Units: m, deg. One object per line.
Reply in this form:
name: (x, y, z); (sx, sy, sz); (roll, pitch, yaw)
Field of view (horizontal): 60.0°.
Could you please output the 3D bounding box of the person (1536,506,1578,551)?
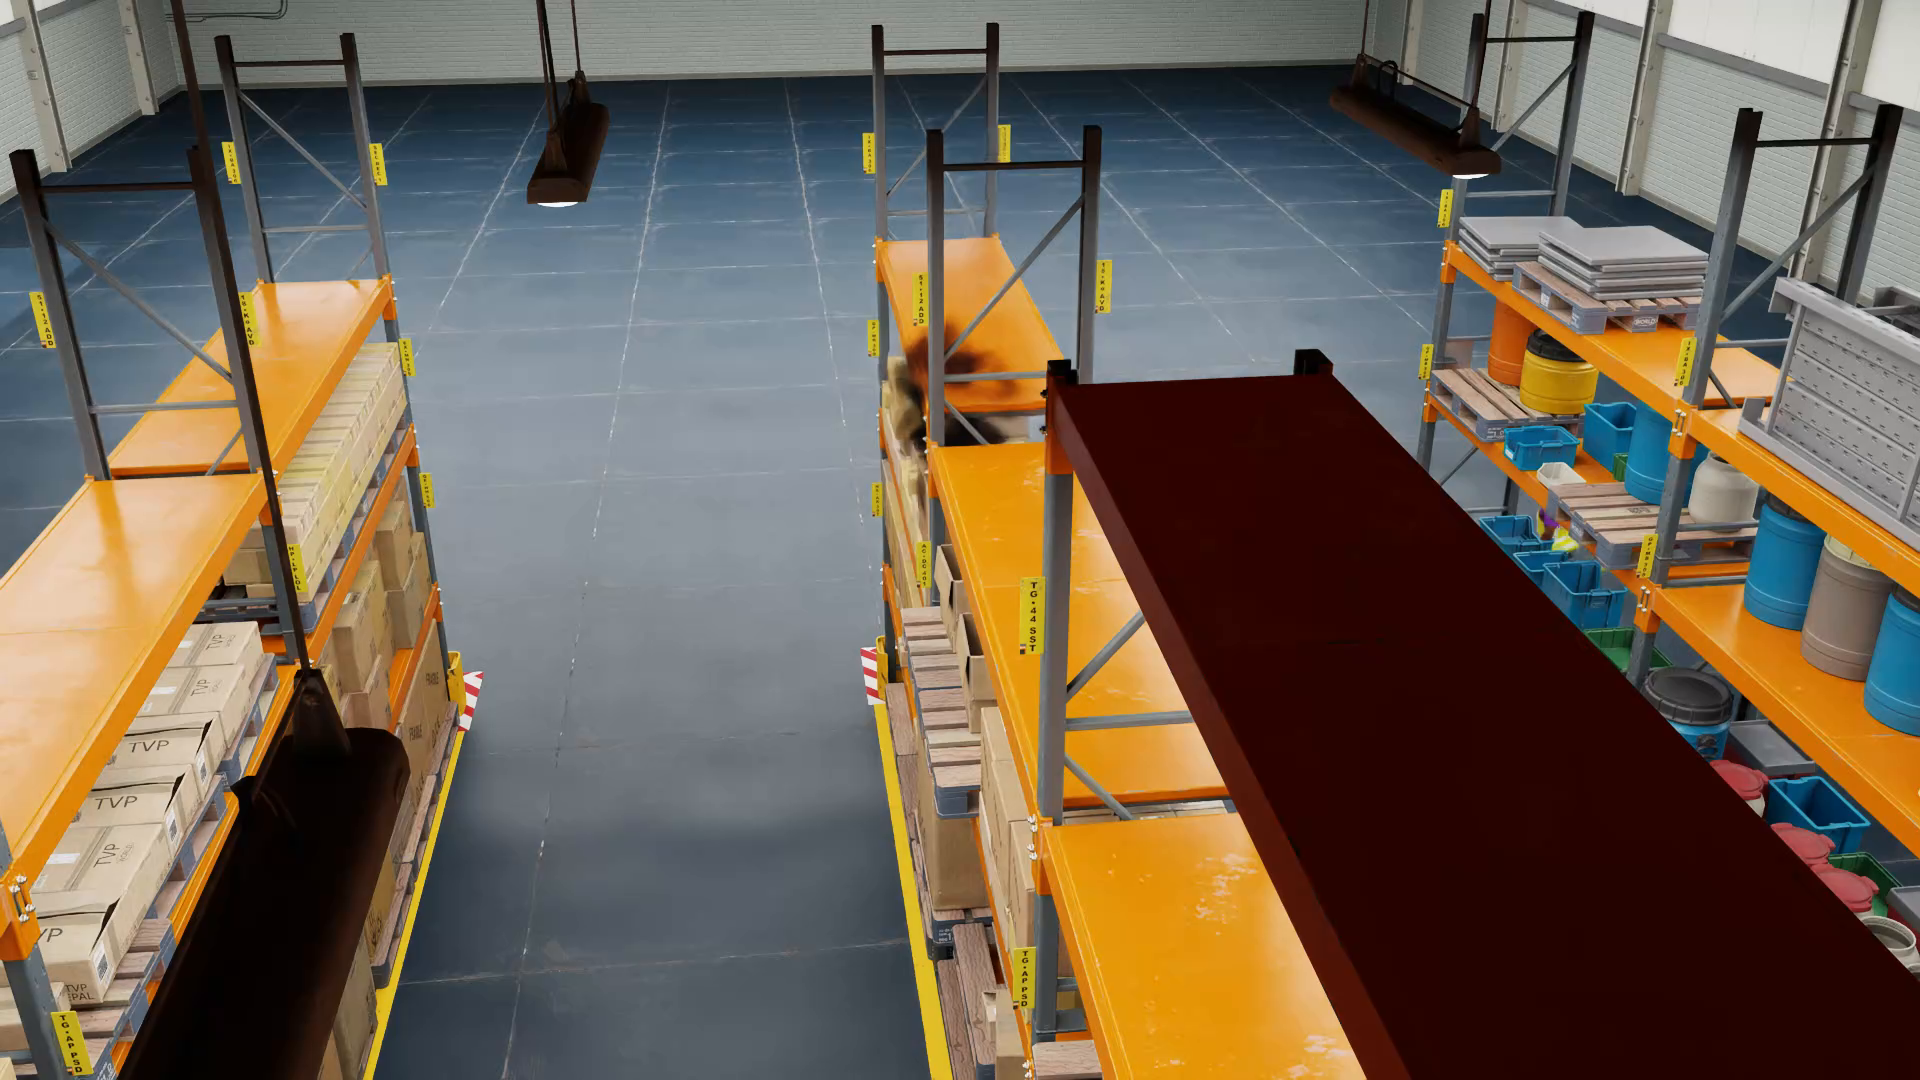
person: (5.832, -0.294, 16.197); (0.761, 0.897, 0.563); (-11, 28, -22)
